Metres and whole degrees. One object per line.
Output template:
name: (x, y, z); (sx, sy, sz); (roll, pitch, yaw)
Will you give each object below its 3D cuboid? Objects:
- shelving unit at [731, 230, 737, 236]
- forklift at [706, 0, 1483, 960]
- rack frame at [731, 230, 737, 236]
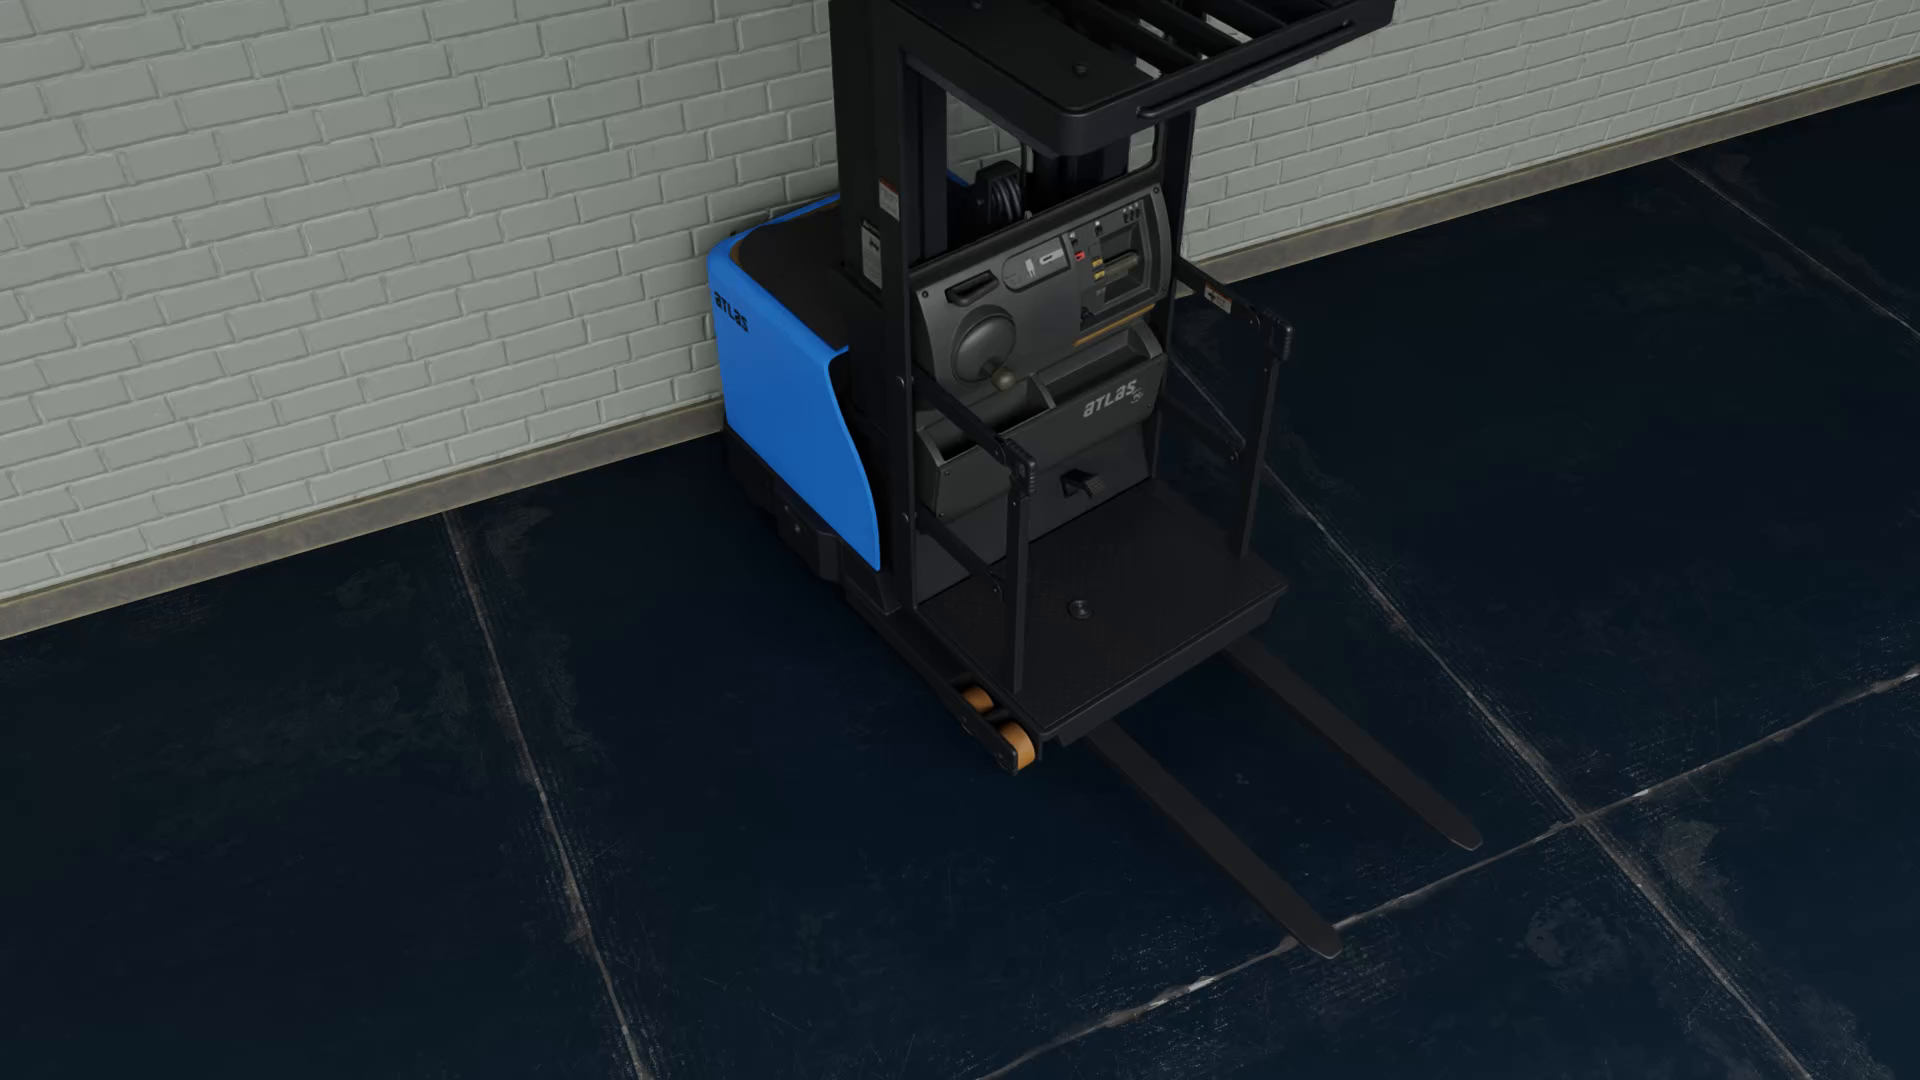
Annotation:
shelving unit: (-0.677, -0.784, 6.401); (0.258, 0.900, 0.210); (-20, 45, -18)
forklift: (0.397, -0.679, 4.851); (1.130, 2.935, 3.031); (-28, 51, -26)
rack frame: (-0.724, -0.844, 6.469); (0.240, 0.900, 0.006); (-20, 45, -18)
